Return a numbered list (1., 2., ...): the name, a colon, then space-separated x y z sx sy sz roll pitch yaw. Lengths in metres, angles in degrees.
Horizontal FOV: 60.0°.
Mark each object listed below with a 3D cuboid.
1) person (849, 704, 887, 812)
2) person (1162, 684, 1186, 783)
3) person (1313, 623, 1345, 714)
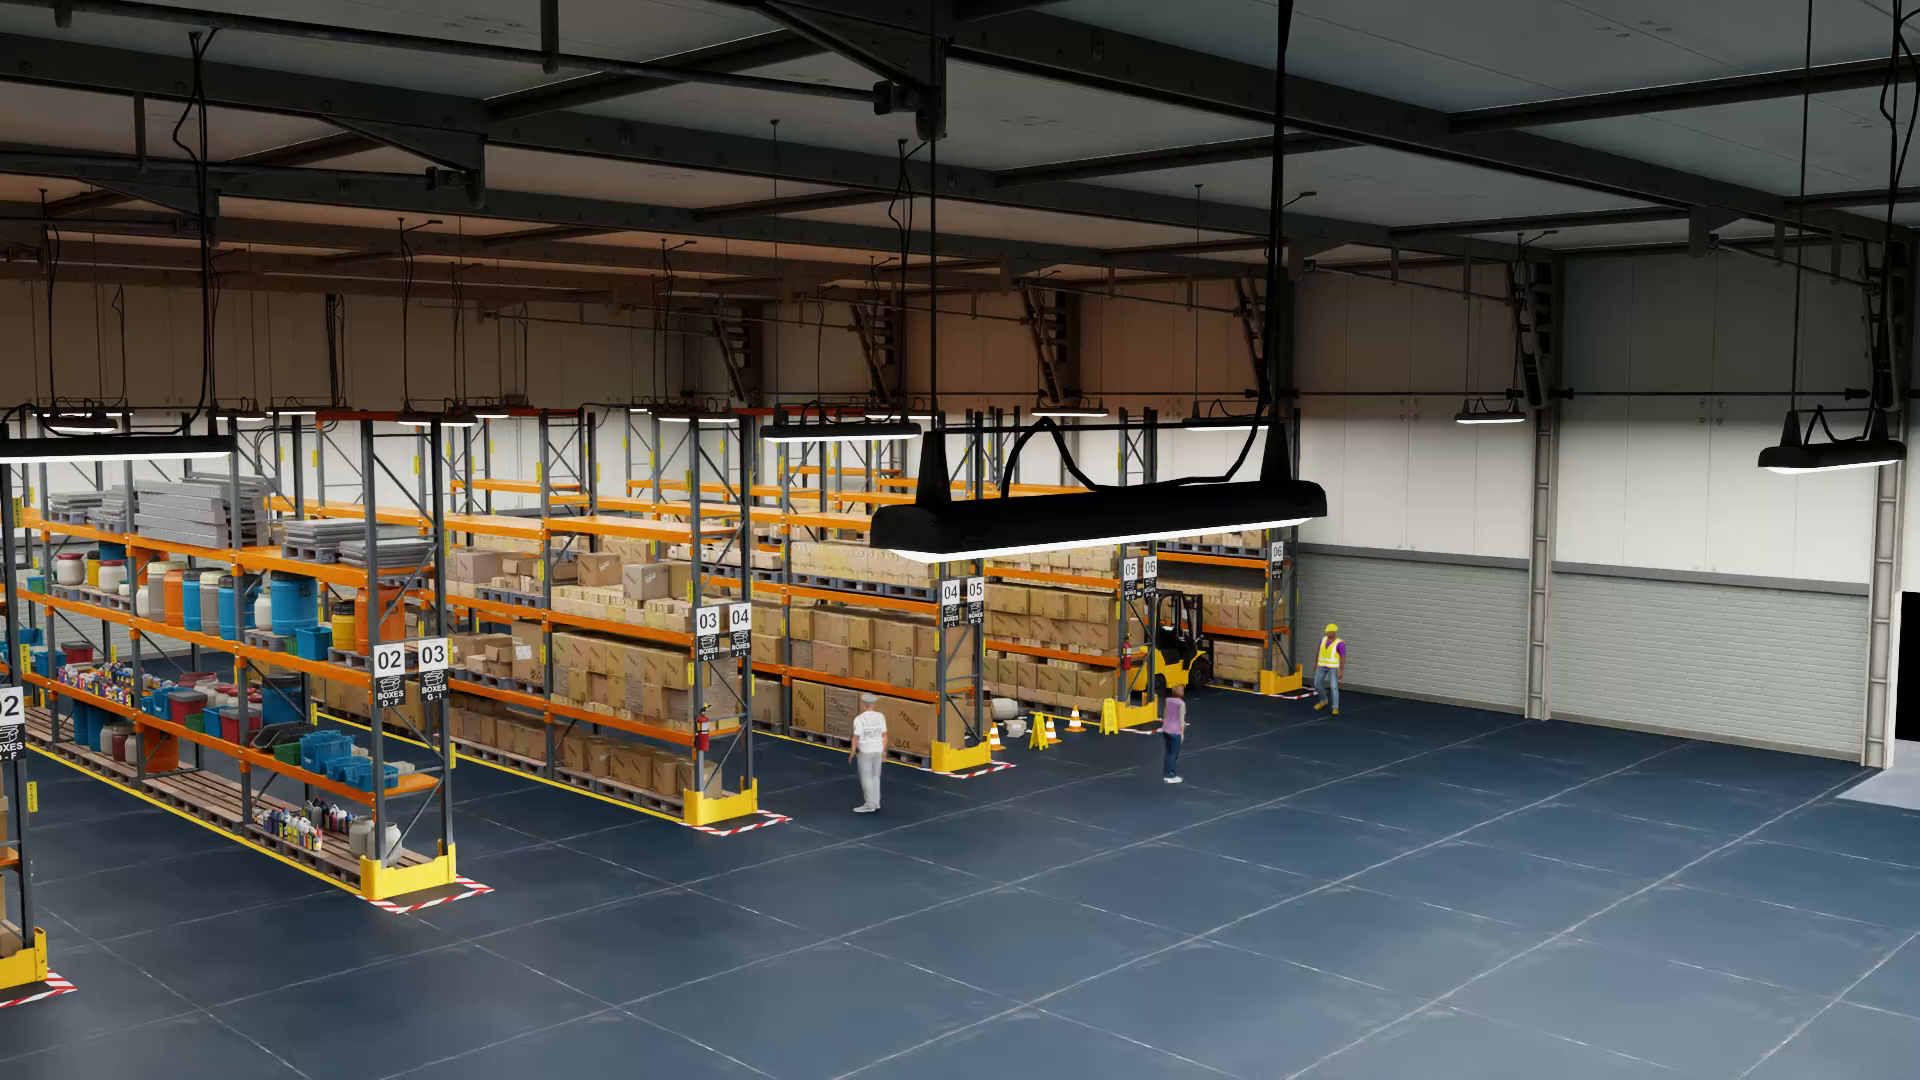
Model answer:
1. person: -1.388 3.249 25.183 0.602 1.757 0.419 -4 6 -36
2. person: 3.478 3.149 27.022 0.362 1.605 0.440 -4 6 -37
3. person: 7.298 2.528 32.903 0.653 1.768 0.492 3 6 33
